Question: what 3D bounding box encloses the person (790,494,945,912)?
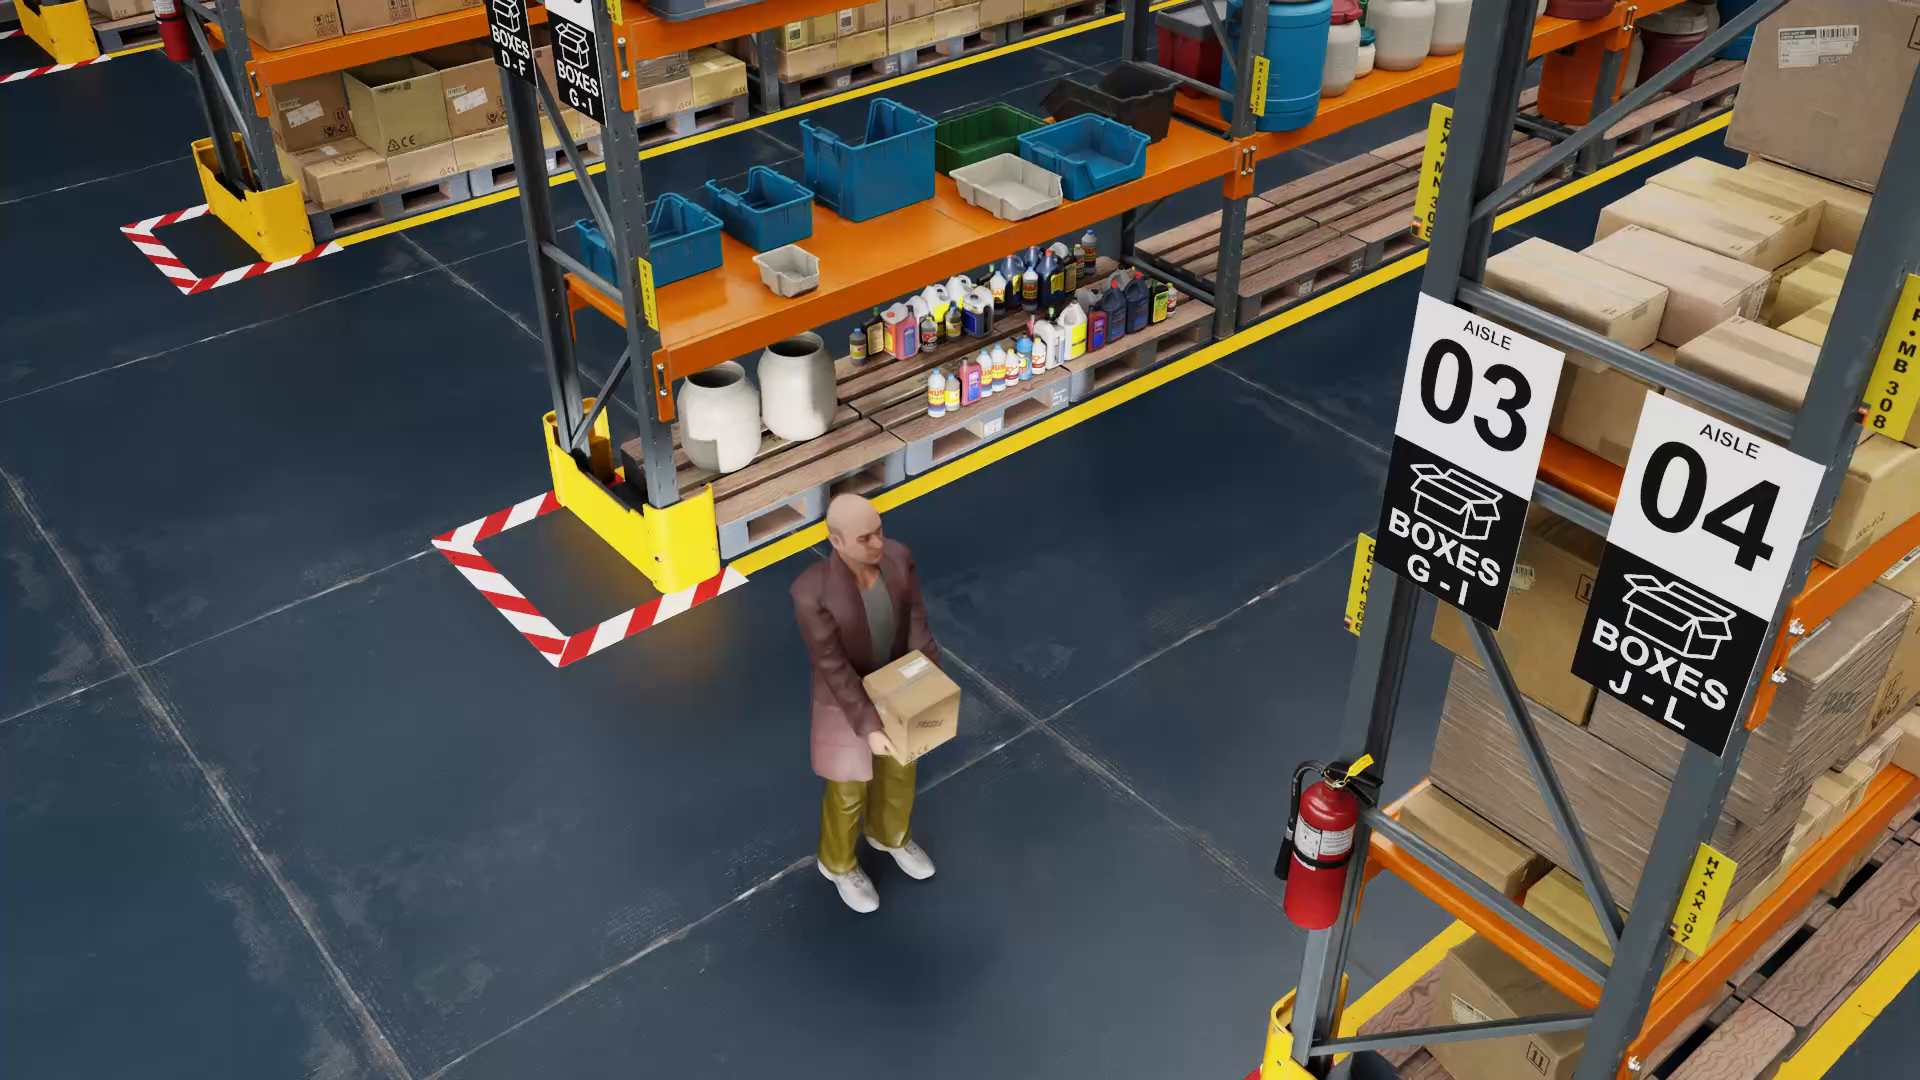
[{"bbox_3d":[-0.289,0.649,6.184,0.525,1.779,0.554,-26,43,-32],"label":"person"}]
